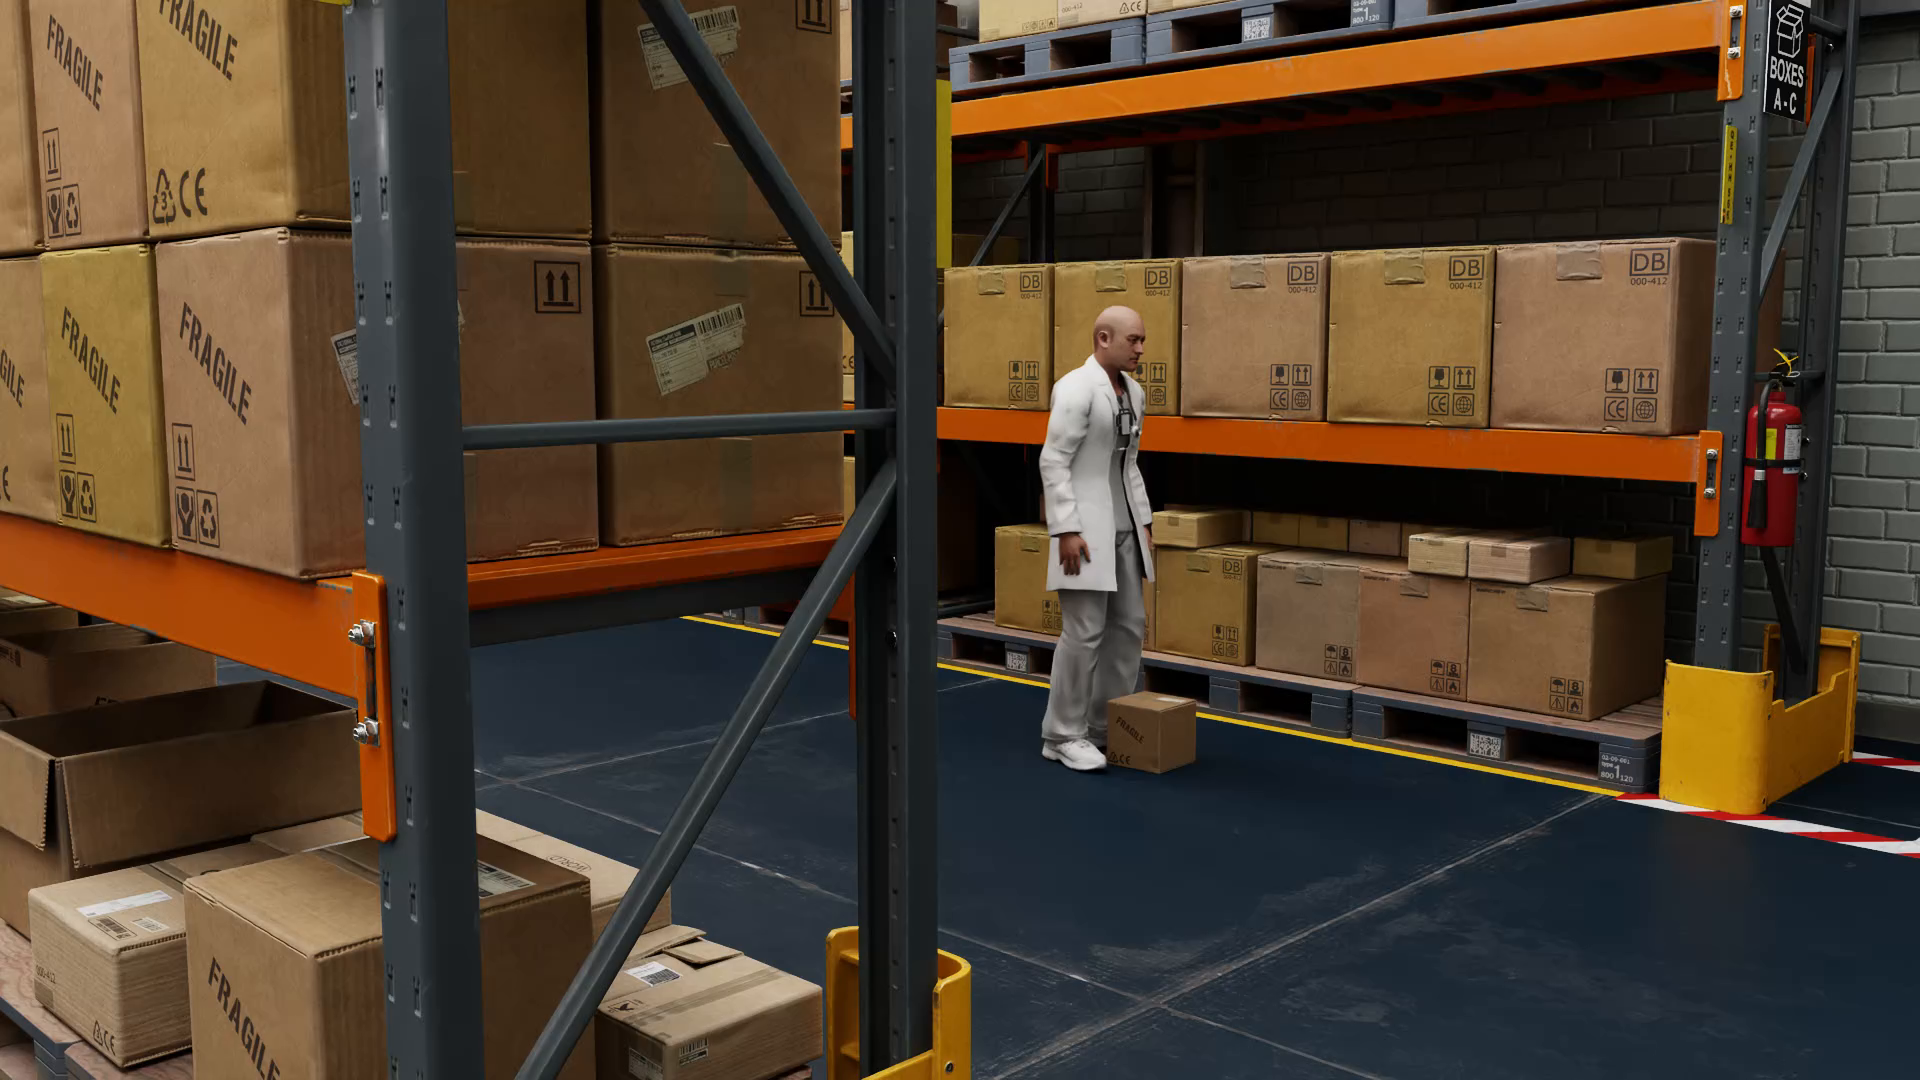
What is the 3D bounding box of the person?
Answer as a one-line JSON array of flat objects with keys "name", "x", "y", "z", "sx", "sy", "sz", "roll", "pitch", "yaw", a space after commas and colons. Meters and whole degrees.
[{"name": "person", "x": 0.562, "y": -0.027, "z": 6.541, "sx": 0.433, "sy": 1.772, "sz": 0.647, "roll": 6, "pitch": 9, "yaw": 39}]
